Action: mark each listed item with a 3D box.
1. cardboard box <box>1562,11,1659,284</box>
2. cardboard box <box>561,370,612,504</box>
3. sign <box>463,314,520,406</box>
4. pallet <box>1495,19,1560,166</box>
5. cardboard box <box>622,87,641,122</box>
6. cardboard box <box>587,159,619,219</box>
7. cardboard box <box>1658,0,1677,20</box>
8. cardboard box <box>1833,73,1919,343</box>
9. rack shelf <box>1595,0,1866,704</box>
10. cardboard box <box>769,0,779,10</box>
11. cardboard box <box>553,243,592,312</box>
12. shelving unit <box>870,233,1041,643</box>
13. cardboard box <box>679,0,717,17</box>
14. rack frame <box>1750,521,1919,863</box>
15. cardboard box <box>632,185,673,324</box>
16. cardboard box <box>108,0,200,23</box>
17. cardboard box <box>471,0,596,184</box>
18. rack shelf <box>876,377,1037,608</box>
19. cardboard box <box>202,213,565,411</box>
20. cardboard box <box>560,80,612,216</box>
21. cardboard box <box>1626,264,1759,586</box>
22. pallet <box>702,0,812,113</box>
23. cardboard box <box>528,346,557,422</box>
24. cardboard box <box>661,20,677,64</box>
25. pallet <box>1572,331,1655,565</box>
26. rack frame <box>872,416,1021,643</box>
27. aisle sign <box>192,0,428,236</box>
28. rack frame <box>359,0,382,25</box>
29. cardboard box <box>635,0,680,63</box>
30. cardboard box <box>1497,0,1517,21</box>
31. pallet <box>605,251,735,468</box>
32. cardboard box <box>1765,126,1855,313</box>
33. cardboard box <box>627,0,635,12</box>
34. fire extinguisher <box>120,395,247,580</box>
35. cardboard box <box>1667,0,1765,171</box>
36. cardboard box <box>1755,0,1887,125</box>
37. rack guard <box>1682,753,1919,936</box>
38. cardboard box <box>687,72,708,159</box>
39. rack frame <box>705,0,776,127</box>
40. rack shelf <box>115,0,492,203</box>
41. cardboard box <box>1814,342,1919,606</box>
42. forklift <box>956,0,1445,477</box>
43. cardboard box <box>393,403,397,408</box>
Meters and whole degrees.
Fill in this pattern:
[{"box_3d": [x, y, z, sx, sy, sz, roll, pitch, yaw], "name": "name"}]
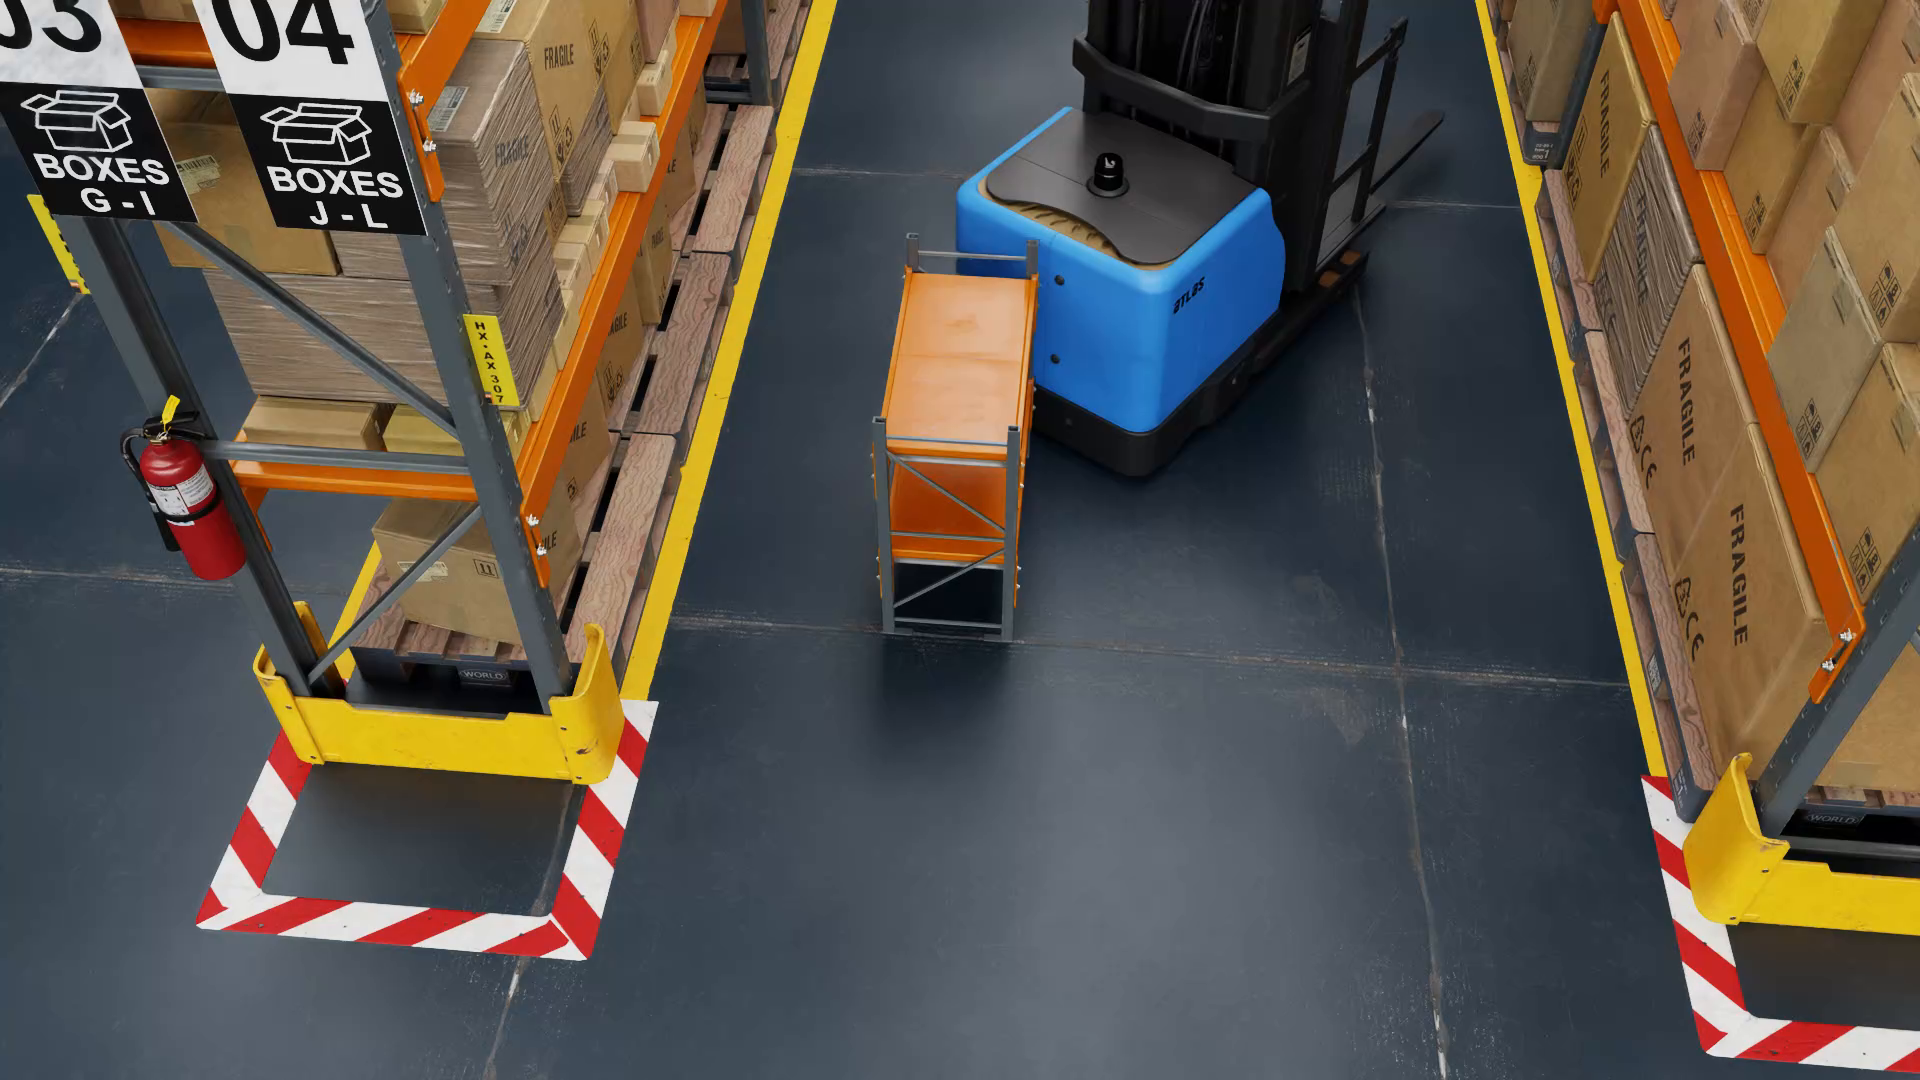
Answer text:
[{"box_3d": [3.327, -1.739, 7.489, 0.875, 0.875, 0.875, 5, 48, 4], "name": "cardboard box"}, {"box_3d": [-1.747, -0.437, 6.553, 0.500, 0.500, 0.500, 15, 49, 14], "name": "cardboard box"}, {"box_3d": [-1.300, -0.496, 4.610, 0.100, 0.325, 0.005, 4, 48, 4], "name": "sign"}, {"box_3d": [3.449, -2.402, 8.830, 1.003, 0.211, 1.213, 4, 48, 4], "name": "pallet"}, {"box_3d": [-1.453, -1.637, 6.411, 0.380, 0.149, 0.250, 4, 48, 4], "name": "cardboard box"}, {"box_3d": [-1.470, -1.268, 6.073, 0.380, 0.149, 0.250, 4, 48, 4], "name": "cardboard box"}, {"box_3d": [3.432, -2.550, 6.974, 0.875, 0.550, 0.550, 4, 48, 4], "name": "cardboard box"}, {"box_3d": [3.120, -0.928, 4.758, 0.875, 0.550, 0.550, 4, 48, 4], "name": "cardboard box"}, {"box_3d": [3.272, -1.059, 6.199, 1.077, 0.370, 4.000, 4, 48, 4], "name": "rack shelf"}, {"box_3d": [-1.337, -3.283, 9.142, 0.700, 0.500, 0.500, 4, 48, 3], "name": "cardboard box"}, {"box_3d": [-1.496, -0.899, 5.735, 0.380, 0.149, 0.250, 4, 48, 4], "name": "cardboard box"}, {"box_3d": [0.001, -0.385, 6.365, 0.538, 1.125, 1.048, 4, 48, 4], "name": "shelving unit"}, {"box_3d": [-1.230, -2.363, 7.074, 0.380, 0.149, 0.250, 4, 48, 4], "name": "cardboard box"}, {"box_3d": [3.089, 0.168, 4.590, 1.000, 3.000, 0.127, 4, 48, 4], "name": "rack frame"}, {"box_3d": [-1.575, -1.303, 7.344, 0.500, 0.500, 0.500, 0, 48, 0], "name": "cardboard box"}, {"box_3d": [-2.050, -1.573, 4.251, 0.500, 0.250, 0.500, 5, 48, 4], "name": "cardboard box"}, {"box_3d": [-1.467, -1.464, 5.135, 0.500, 0.500, 0.500, 4, 48, 4], "name": "cardboard box"}, {"box_3d": [0.001, -0.220, 6.546, 0.538, 0.278, 1.000, 4, 48, 4], "name": "rack shelf"}, {"box_3d": [-1.763, -0.776, 5.184, 0.875, 0.500, 0.500, 4, 48, 4], "name": "cardboard box"}, {"box_3d": [-1.749, -1.516, 5.861, 0.875, 0.500, 0.500, 4, 48, 4], "name": "cardboard box"}, {"box_3d": [3.164, -0.406, 6.270, 0.875, 0.875, 0.875, 3, 48, 3], "name": "cardboard box"}, {"box_3d": [-1.407, -2.810, 9.203, 1.003, 0.211, 1.213, 4, 48, 4], "name": "pallet"}, {"box_3d": [-1.535, -0.531, 5.399, 0.380, 0.149, 0.250, 4, 48, 4], "name": "cardboard box"}, {"box_3d": [-1.366, -2.001, 6.744, 0.380, 0.149, 0.250, 4, 48, 4], "name": "cardboard box"}, {"box_3d": [3.198, -0.378, 6.978, 1.003, 0.211, 1.213, 4, 48, 4], "name": "pallet"}, {"box_3d": [-0.046, -0.011, 6.024, 0.500, 1.125, 0.032, 4, 48, 4], "name": "rack frame"}, {"box_3d": [-1.548, -1.052, 3.943, 0.394, 0.787, 0.004, 4, 48, 4], "name": "aisle sign"}, {"box_3d": [-1.841, -2.265, 2.749, 1.000, 3.000, 0.127, 4, 48, 4], "name": "rack frame"}, {"box_3d": [-1.605, -2.248, 6.530, 0.875, 0.500, 0.500, 4, 48, 4], "name": "cardboard box"}, {"box_3d": [3.513, -3.325, 9.024, 1.050, 0.750, 0.750, 4, 48, 4], "name": "cardboard box"}, {"box_3d": [-1.611, -0.843, 7.404, 1.003, 0.211, 1.213, 4, 48, 4], "name": "pallet"}, {"box_3d": [3.283, -0.967, 5.526, 0.875, 0.550, 0.550, 4, 48, 4], "name": "cardboard box"}, {"box_3d": [-1.383, -2.200, 5.808, 0.500, 0.500, 0.500, 4, 48, 4], "name": "cardboard box"}, {"box_3d": [-2.310, -0.161, 4.943, 0.296, 0.674, 0.183, 4, 48, 4], "name": "fire extinguisher"}, {"box_3d": [3.238, -1.756, 6.247, 0.875, 0.550, 0.550, 4, 48, 4], "name": "cardboard box"}, {"box_3d": [3.225, -1.728, 5.490, 0.875, 0.550, 0.500, 4, 48, 4], "name": "cardboard box"}, {"box_3d": [3.087, 1.029, 5.496, 1.175, 0.500, 0.348, 4, 48, 4], "name": "rack guard"}, {"box_3d": [-1.552, -2.186, 8.152, 0.500, 0.500, 0.500, 3, 48, 2], "name": "cardboard box"}, {"box_3d": [-1.476, -3.179, 7.651, 1.000, 3.000, 0.127, 4, 48, 4], "name": "rack frame"}, {"box_3d": [-1.658, -2.479, 5.465, 1.077, 0.370, 4.000, 4, 48, 4], "name": "rack shelf"}, {"box_3d": [3.078, -0.158, 4.786, 0.875, 0.550, 0.550, 4, 48, 4], "name": "cardboard box"}, {"box_3d": [1.272, -2.289, 6.883, 1.130, 2.935, 3.031, 30, 54, 25], "name": "forklift"}, {"box_3d": [-1.997, -0.562, 5.428, 0.380, 0.149, 0.250, 4, 48, 4], "name": "cardboard box"}]
